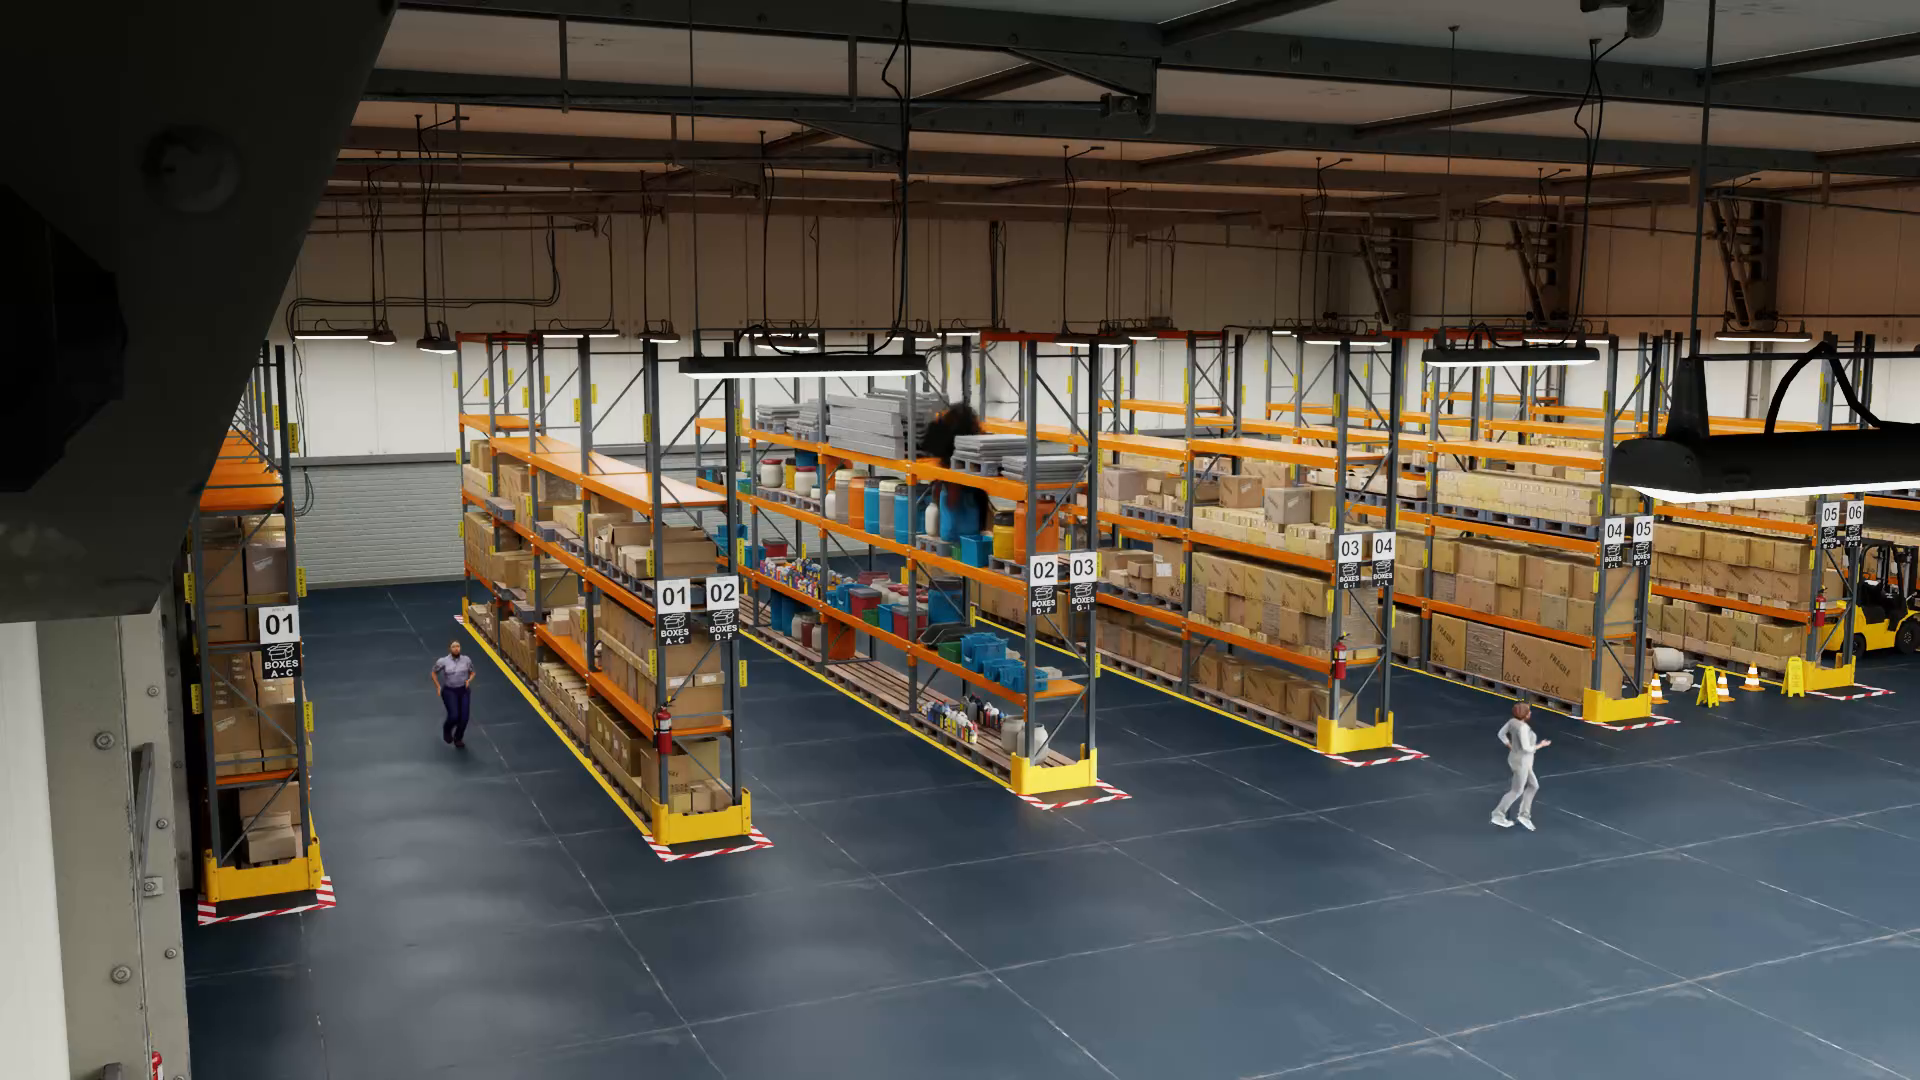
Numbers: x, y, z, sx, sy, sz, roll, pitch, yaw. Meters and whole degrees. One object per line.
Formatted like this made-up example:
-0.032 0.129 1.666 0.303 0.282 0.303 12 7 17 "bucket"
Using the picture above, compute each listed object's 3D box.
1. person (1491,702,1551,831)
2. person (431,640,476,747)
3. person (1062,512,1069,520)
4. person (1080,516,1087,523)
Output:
6.893 2.797 20.446 0.667 1.636 0.514 1 8 7 "person"
-7.368 2.266 24.359 0.606 1.588 0.556 -5 9 -34 "person"
2.641 0.030 40.991 0.580 1.639 0.661 5 9 32 "person"
2.831 0.290 38.397 0.701 1.732 0.595 -4 9 -29 "person"
